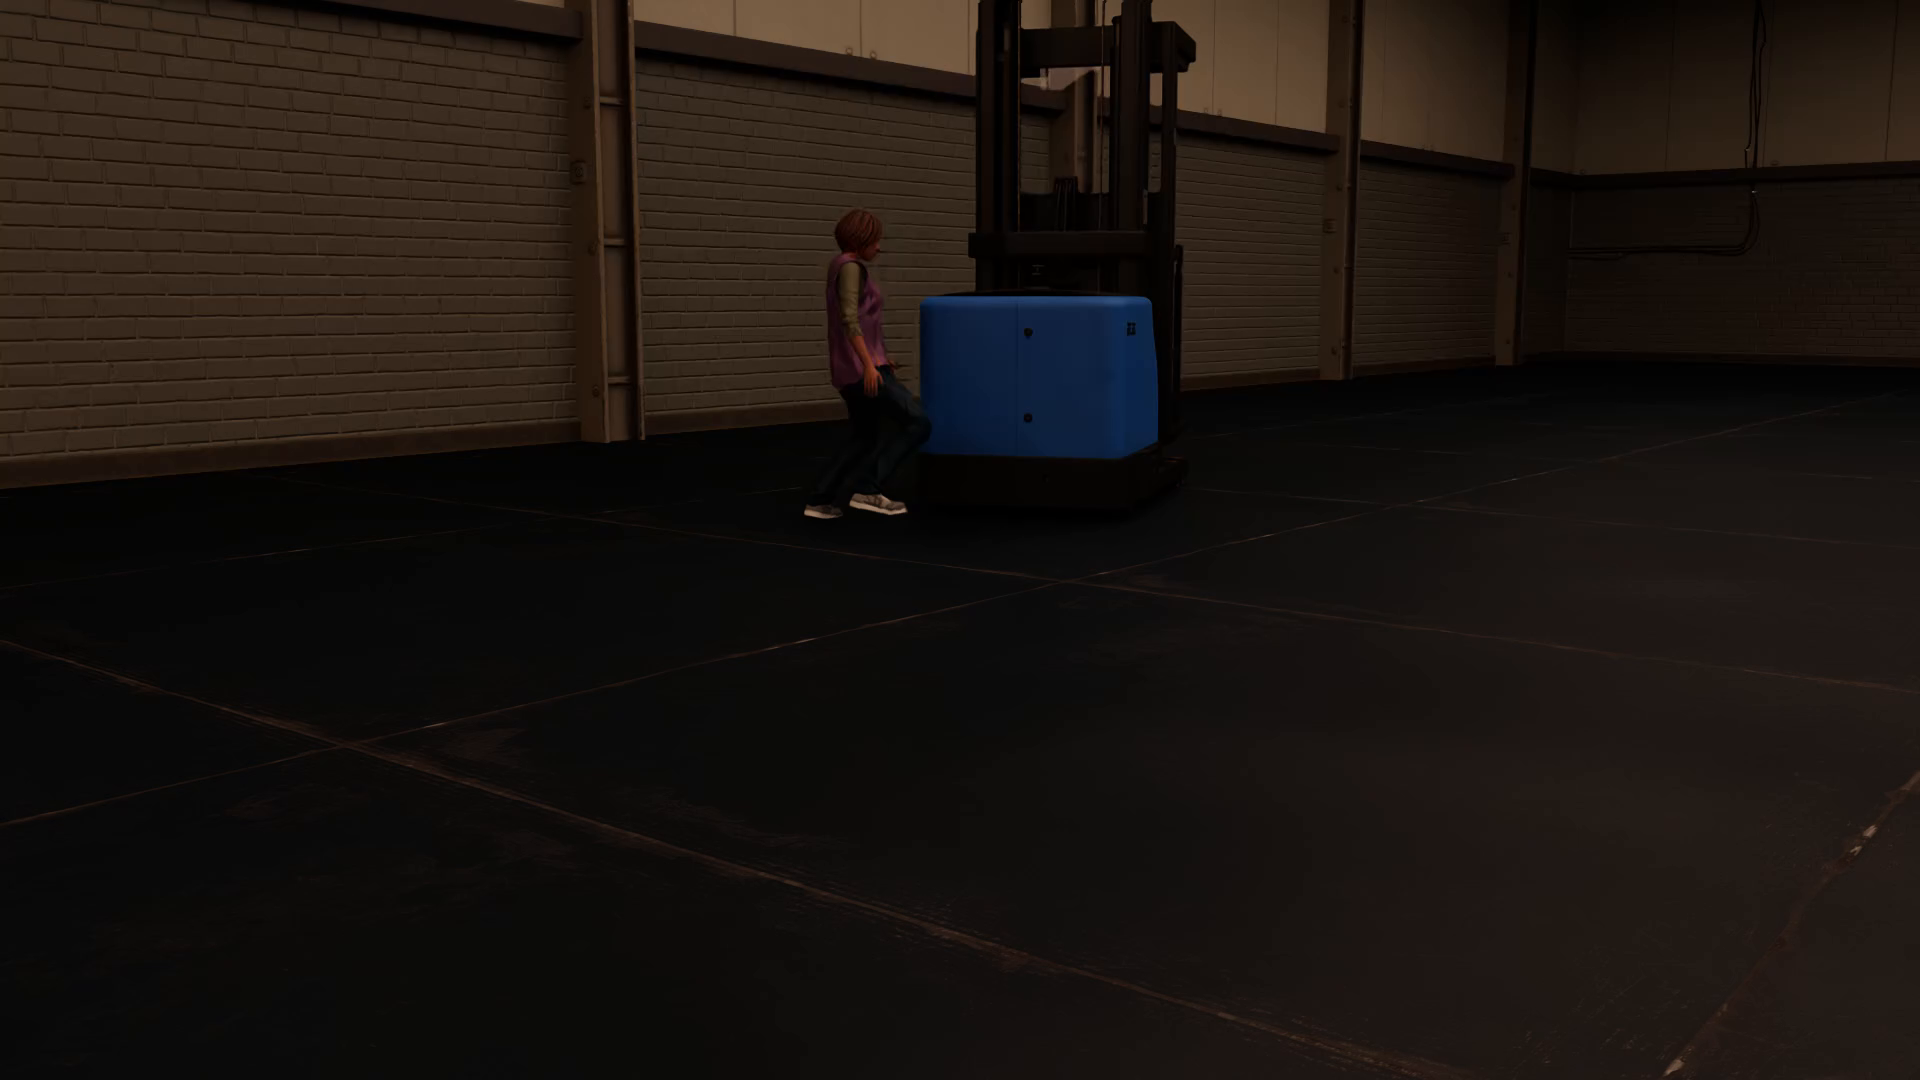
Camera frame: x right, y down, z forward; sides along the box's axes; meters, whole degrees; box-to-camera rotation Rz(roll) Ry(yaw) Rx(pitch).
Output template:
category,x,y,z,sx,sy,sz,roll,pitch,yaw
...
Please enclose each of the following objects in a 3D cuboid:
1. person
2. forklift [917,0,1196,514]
category,x,y,z,sx,sy,sz,roll,pitch,yaw
person,-0.448,-0.795,7.832,0.580,1.484,0.803,-1,8,-7
forklift,0.690,-1.752,9.257,1.130,2.935,3.031,2,9,16
